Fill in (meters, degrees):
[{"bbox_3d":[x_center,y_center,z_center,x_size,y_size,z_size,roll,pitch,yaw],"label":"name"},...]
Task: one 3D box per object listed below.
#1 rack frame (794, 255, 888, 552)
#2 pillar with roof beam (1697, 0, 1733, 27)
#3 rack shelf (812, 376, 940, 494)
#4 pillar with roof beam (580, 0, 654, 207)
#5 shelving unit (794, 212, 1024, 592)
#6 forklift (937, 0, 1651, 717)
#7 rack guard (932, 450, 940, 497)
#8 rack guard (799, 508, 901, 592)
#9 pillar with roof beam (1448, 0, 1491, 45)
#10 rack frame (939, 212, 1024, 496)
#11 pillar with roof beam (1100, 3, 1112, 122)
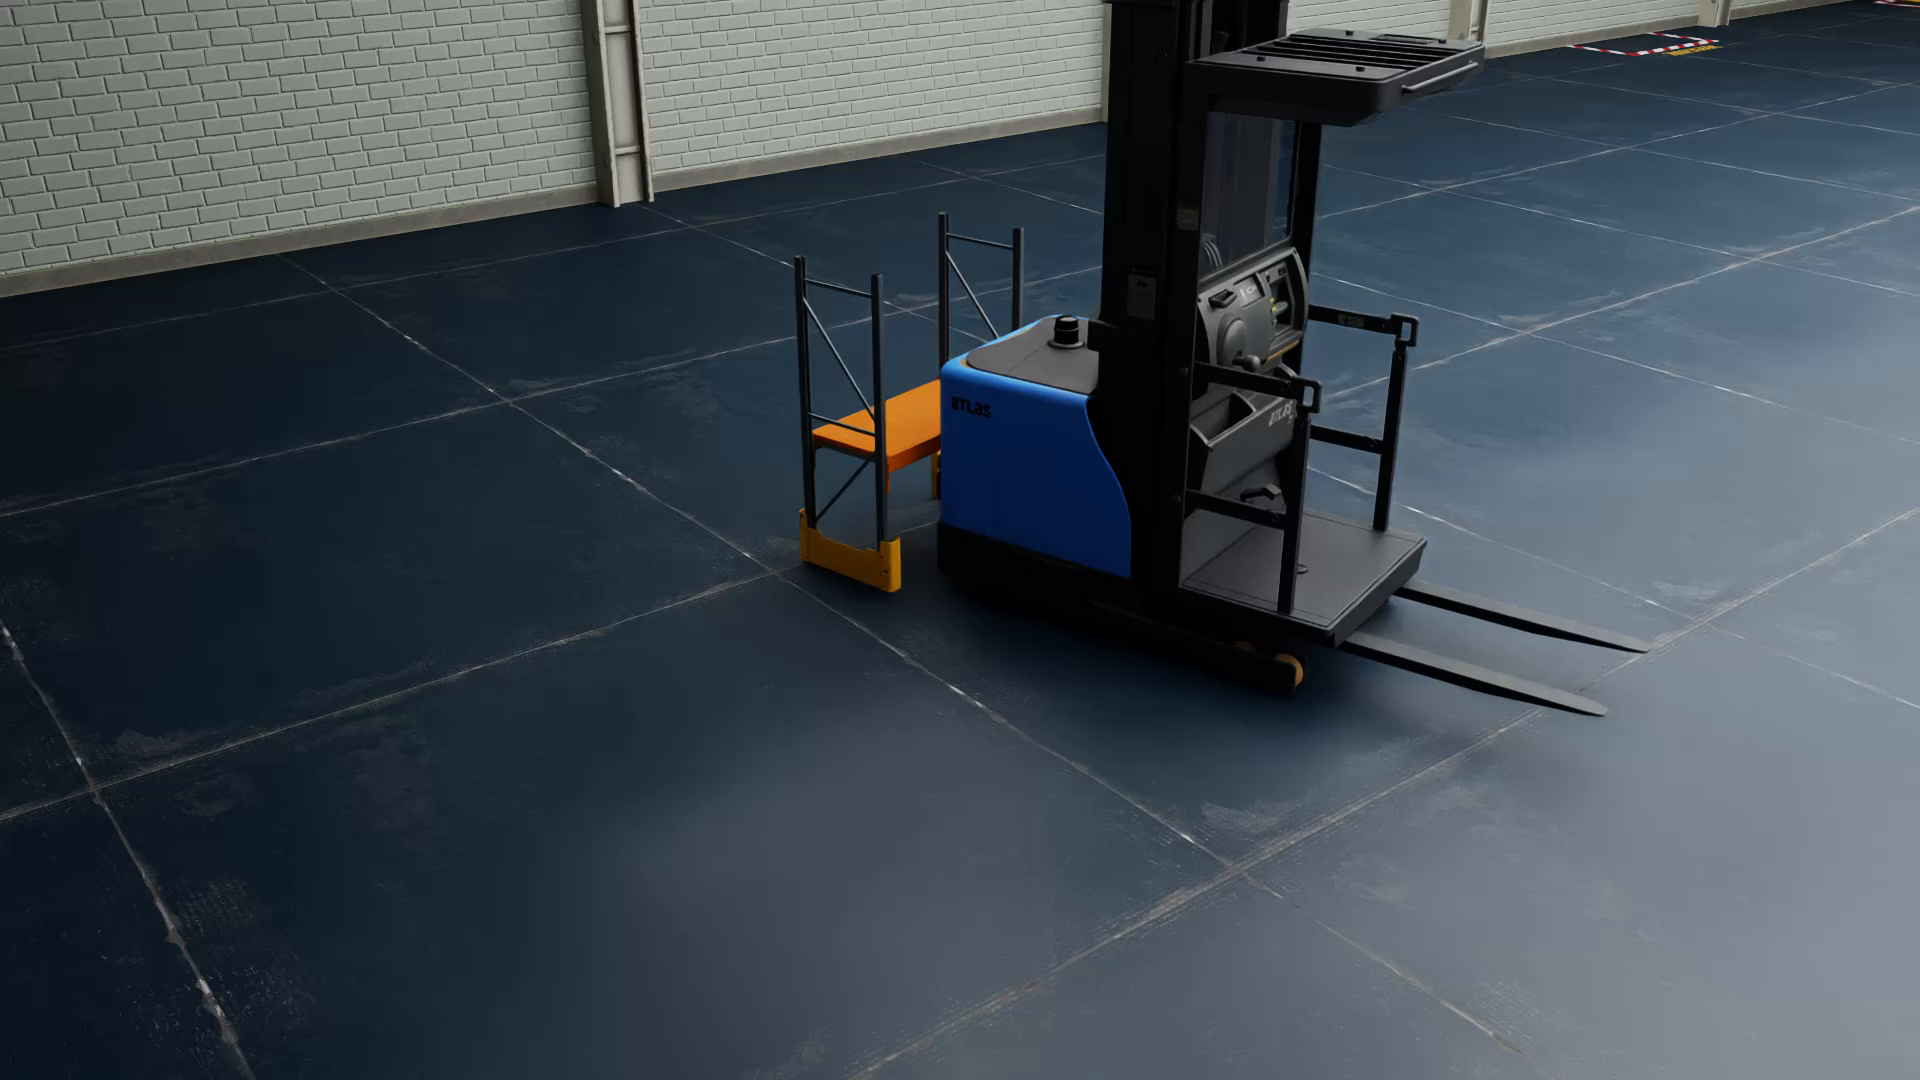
[{"bbox_3d":[-0.535,-0.520,7.589,0.500,1.500,0.032,19,31,34],"label":"rack frame"},{"bbox_3d":[13.867,-10.335,19.829,0.400,9.000,9.100,-18,31,-34],"label":"pillar with roof beam"},{"bbox_3d":[-0.218,-0.524,8.025,0.538,0.185,1.000,19,31,34],"label":"rack shelf"},{"bbox_3d":[-0.298,-5.659,9.754,0.400,9.000,9.100,-18,31,-34],"label":"pillar with roof beam"},{"bbox_3d":[-0.212,-0.690,7.956,0.587,1.500,1.083,19,31,34],"label":"shelving unit"},{"bbox_3d":[1.392,-0.945,6.805,3.031,2.935,1.130,17,30,32],"label":"forklift"},{"bbox_3d":[0.099,-0.287,8.572,0.587,0.250,0.087,19,31,34],"label":"rack guard"},{"bbox_3d":[-0.523,0.040,7.866,0.587,0.250,0.087,19,31,34],"label":"rack guard"},{"bbox_3d":[9.145,-8.776,16.471,0.400,9.000,9.100,-18,31,-34],"label":"pillar with roof beam"},{"bbox_3d":[0.099,-0.855,8.310,0.500,1.500,0.032,19,31,34],"label":"rack frame"},{"bbox_3d":[4.424,-7.218,13.113,0.400,9.000,9.100,-18,31,-34],"label":"pillar with roof beam"}]
